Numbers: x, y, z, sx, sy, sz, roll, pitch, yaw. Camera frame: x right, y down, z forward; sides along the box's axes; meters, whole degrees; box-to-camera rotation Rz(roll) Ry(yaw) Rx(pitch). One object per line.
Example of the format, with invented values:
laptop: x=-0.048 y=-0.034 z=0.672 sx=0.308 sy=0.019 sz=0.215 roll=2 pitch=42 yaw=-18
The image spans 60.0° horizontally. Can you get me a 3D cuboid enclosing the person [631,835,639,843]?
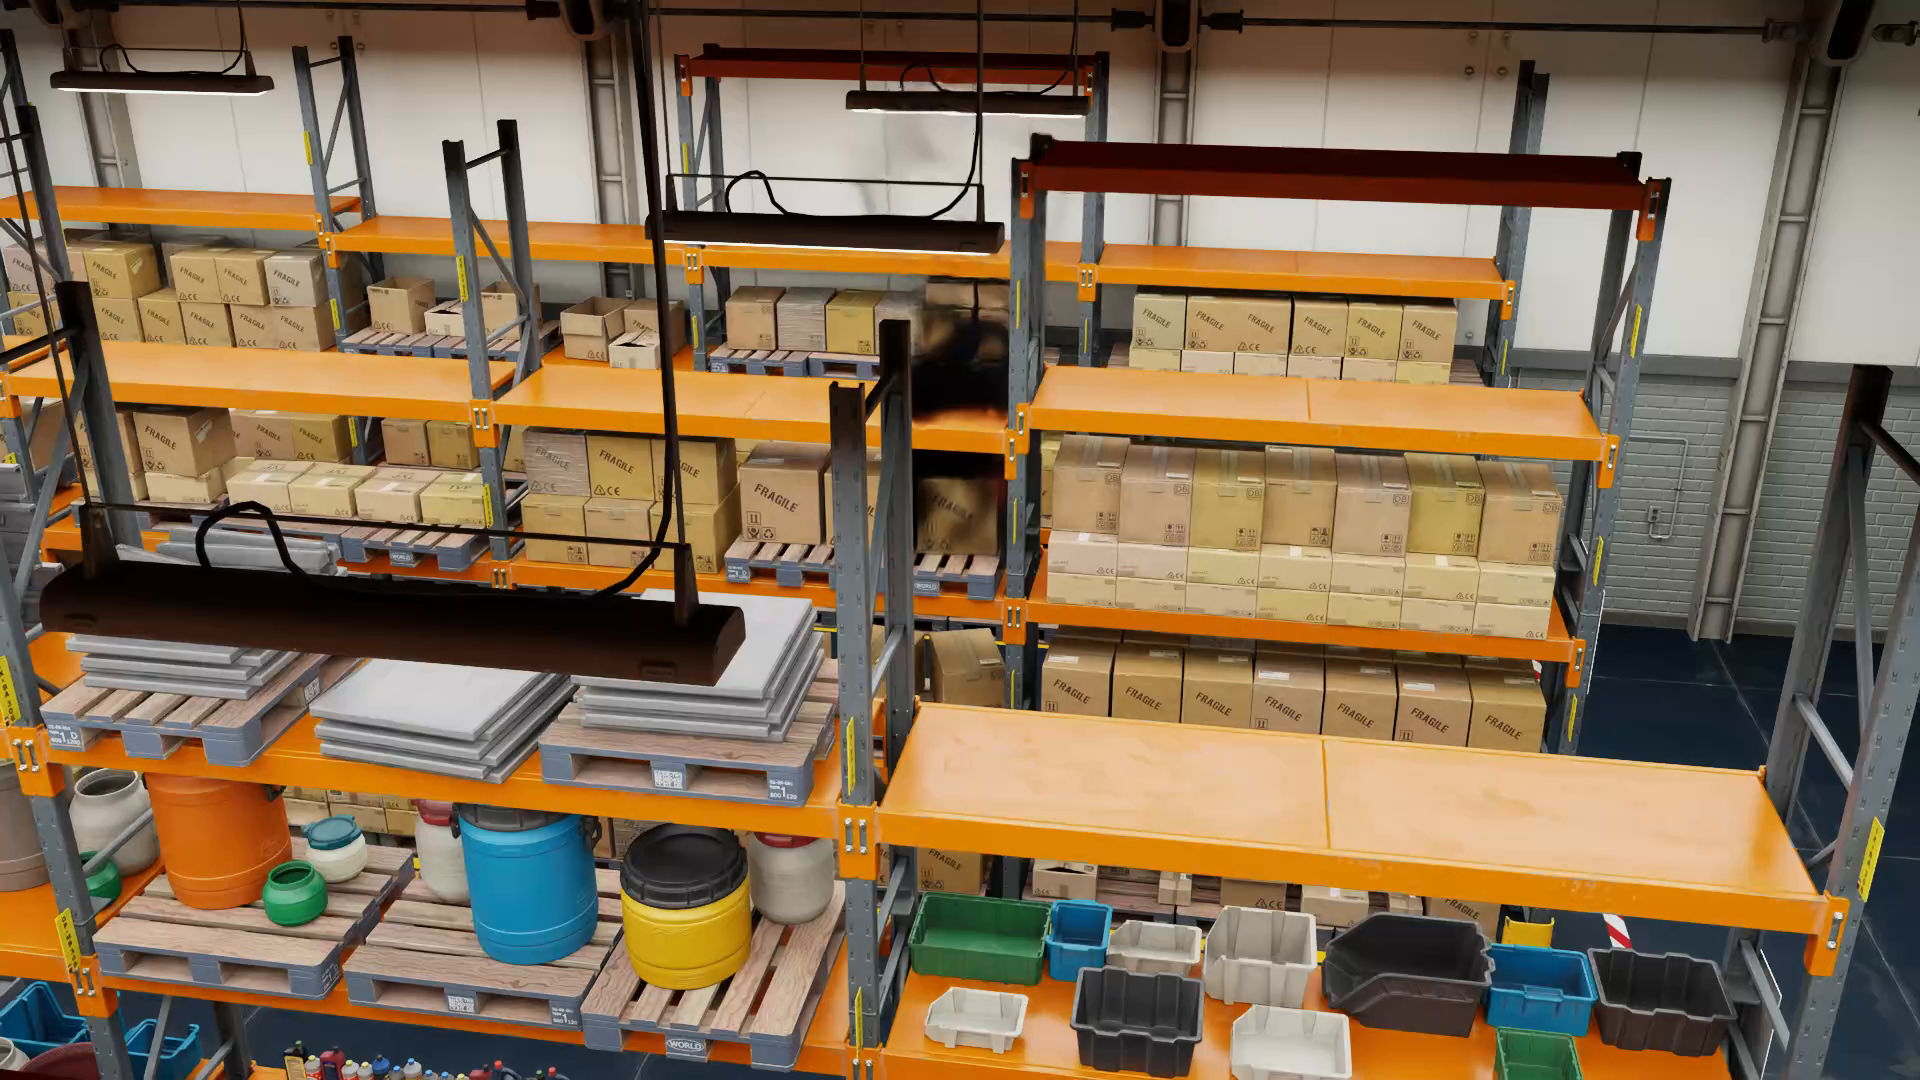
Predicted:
person: x=-2.082 y=2.778 z=11.853 sx=0.738 sy=1.581 sz=0.566 roll=2 pitch=23 yaw=4
